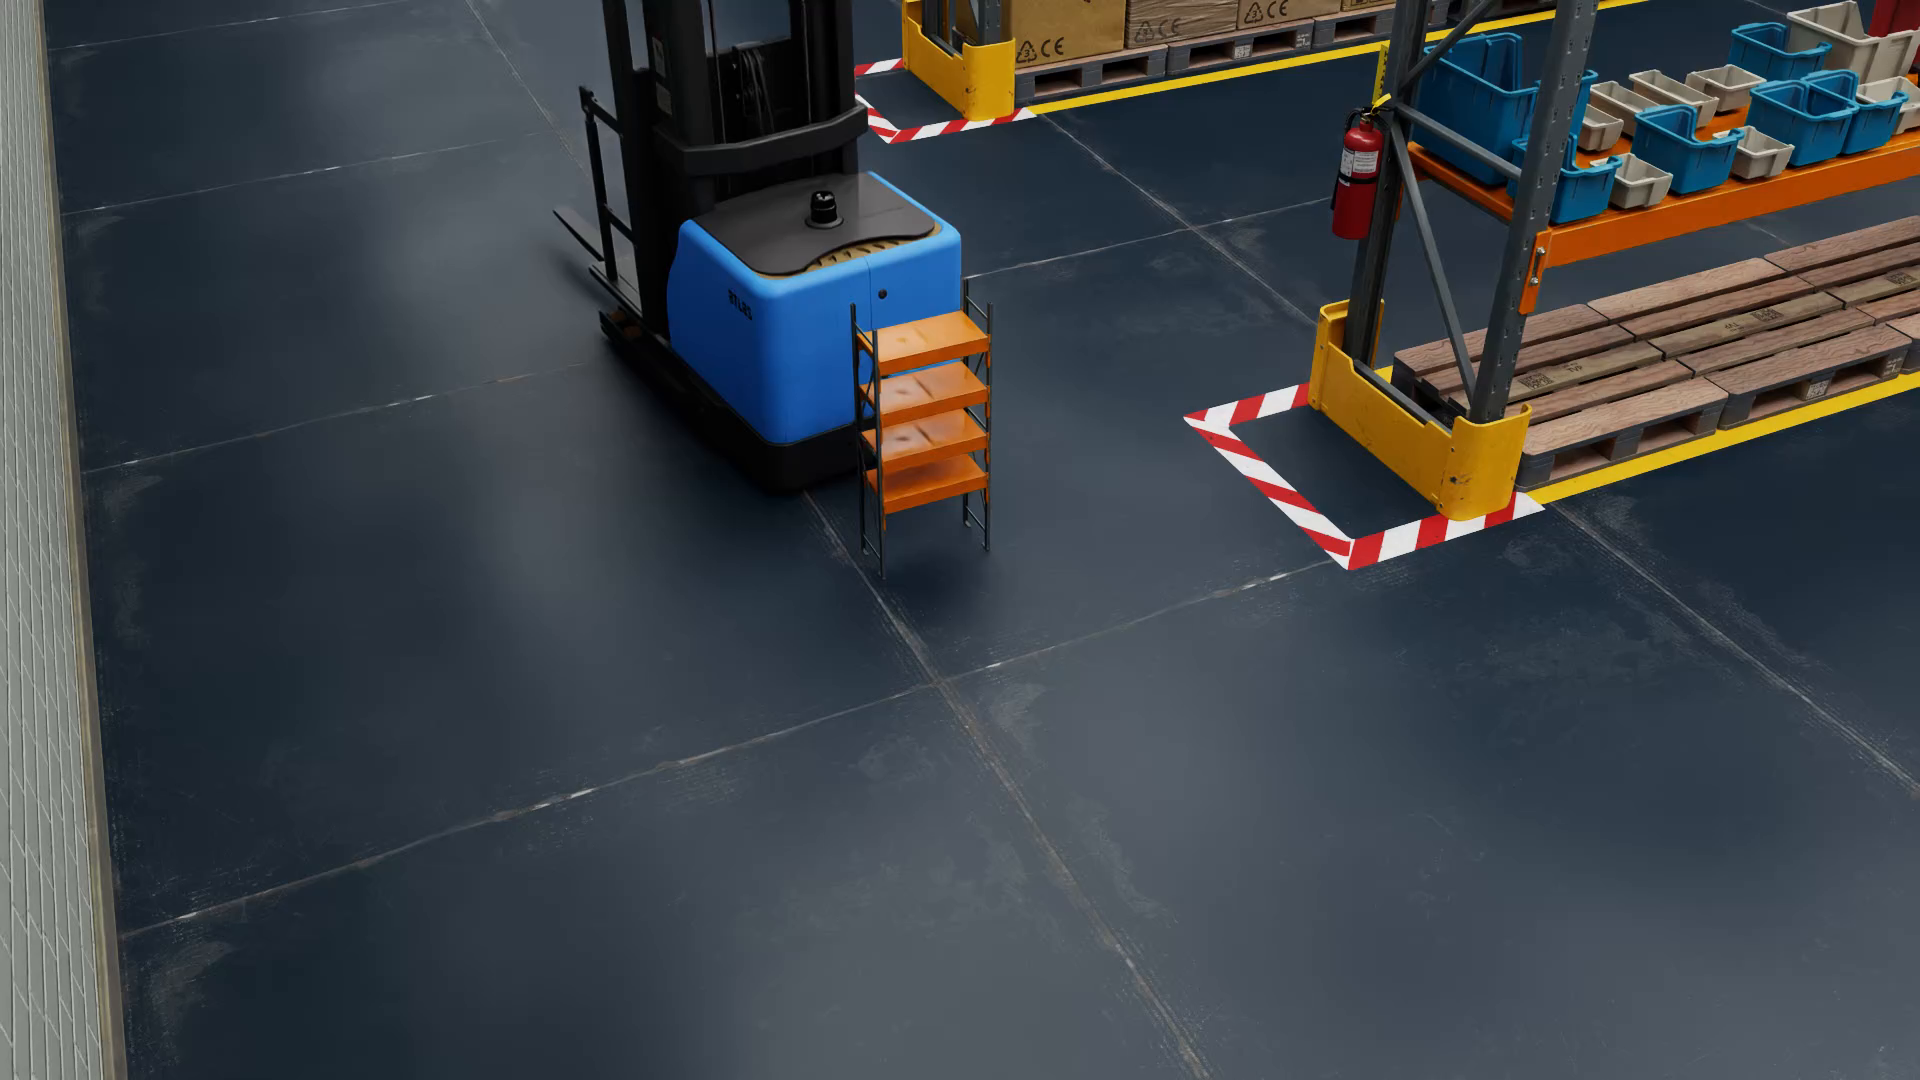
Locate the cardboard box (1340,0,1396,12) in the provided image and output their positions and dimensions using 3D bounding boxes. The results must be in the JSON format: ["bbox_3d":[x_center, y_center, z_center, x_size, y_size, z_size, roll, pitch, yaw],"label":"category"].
[{"bbox_3d":[2.989,-4.520,12.257,0.875,0.875,0.875,-16,39,-20],"label":"cardboard box"}]

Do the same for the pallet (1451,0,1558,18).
[{"bbox_3d":[4.287,-4.445,13.065,1.213,0.211,1.003,-16,39,-20],"label":"pallet"}]

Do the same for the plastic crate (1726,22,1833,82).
[{"bbox_3d":[3.854,-2.260,7.869,0.300,0.233,0.416,-16,39,-20],"label":"plastic crate"}]

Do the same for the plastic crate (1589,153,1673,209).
[{"bbox_3d":[2.793,-1.485,6.905,0.298,0.136,0.250,-16,39,-20],"label":"plastic crate"}]

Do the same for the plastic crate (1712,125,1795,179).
[{"bbox_3d":[3.407,-1.657,7.136,0.298,0.136,0.250,-16,39,-20],"label":"plastic crate"}]

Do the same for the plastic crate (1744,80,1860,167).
[{"bbox_3d":[3.659,-1.820,7.276,0.300,0.233,0.416,-16,39,-20],"label":"plastic crate"}]

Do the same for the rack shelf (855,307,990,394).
[{"bbox_3d":[-0.150,-0.756,6.602,0.480,0.148,0.258,-16,39,-20],"label":"rack shelf"}]

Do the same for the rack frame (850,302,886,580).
[{"bbox_3d":[-0.371,-0.378,6.753,0.015,1.200,0.240,-16,39,-20],"label":"rack frame"}]

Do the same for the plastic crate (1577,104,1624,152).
[{"bbox_3d":[2.765,-1.867,7.421,0.243,0.136,0.396,-16,39,-20],"label":"plastic crate"}]

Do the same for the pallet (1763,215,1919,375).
[{"bbox_3d":[5.076,-1.331,8.867,1.213,0.211,1.003,-16,39,-20],"label":"pallet"}]

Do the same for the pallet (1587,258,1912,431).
[{"bbox_3d":[3.970,-1.019,8.447,1.213,0.211,1.003,-16,39,-20],"label":"pallet"}]

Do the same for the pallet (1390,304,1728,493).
[{"bbox_3d":[2.867,-0.713,8.034,1.213,0.211,1.003,-16,39,-20],"label":"pallet"}]

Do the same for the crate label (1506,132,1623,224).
[{"bbox_3d":[2.467,-1.487,6.827,0.303,0.233,0.416,-16,39,-20],"label":"crate label"}]

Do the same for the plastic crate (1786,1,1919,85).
[{"bbox_3d":[4.264,-2.347,7.945,0.530,0.282,0.437,-16,39,-20],"label":"plastic crate"}]

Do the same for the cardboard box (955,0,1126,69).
[{"bbox_3d":[0.545,-3.837,11.336,0.875,0.875,0.875,-16,39,-20],"label":"cardboard box"}]

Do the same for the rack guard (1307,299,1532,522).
[{"bbox_3d":[2.088,-0.628,7.677,0.348,0.500,1.175,-16,39,-20],"label":"rack guard"}]

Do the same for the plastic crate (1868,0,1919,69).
[{"bbox_3d":[4.810,-2.617,8.156,0.583,0.464,0.402,-16,39,-20],"label":"plastic crate"}]

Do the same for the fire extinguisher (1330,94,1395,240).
[{"bbox_3d":[1.774,-1.671,7.363,0.183,0.674,0.296,-16,39,-20],"label":"fire extinguisher"}]

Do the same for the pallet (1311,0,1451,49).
[{"bbox_3d":[2.899,-4.058,12.544,1.213,0.211,1.003,-16,39,-20],"label":"pallet"}]

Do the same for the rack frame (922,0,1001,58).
[{"bbox_3d":[0.000,-4.316,10.551,0.127,3.000,1.000,-16,39,-20],"label":"rack frame"}]

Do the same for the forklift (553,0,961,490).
[{"bbox_3d":[-1.203,-2.243,7.813,1.130,2.935,3.031,-21,42,-26],"label":"forklift"}]

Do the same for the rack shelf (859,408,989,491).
[{"bbox_3d":[-0.150,-0.386,6.876,0.480,0.148,0.258,-16,39,-20],"label":"rack shelf"}]

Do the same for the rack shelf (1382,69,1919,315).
[{"bbox_3d":[3.915,-1.862,7.847,4.000,0.370,1.077,-16,39,-20],"label":"rack shelf"}]

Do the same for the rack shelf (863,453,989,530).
[{"bbox_3d":[-0.150,-0.226,6.994,0.480,0.148,0.258,-16,39,-20],"label":"rack shelf"}]

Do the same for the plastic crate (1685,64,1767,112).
[{"bbox_3d":[3.536,-2.102,7.736,0.250,0.136,0.298,-16,39,-20],"label":"plastic crate"}]

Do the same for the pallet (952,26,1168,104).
[{"bbox_3d":[0.690,-3.441,11.712,1.213,0.211,1.003,-16,39,-20],"label":"pallet"}]

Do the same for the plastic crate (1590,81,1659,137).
[{"bbox_3d":[3.034,-1.933,7.509,0.243,0.136,0.396,-16,39,-20],"label":"plastic crate"}]

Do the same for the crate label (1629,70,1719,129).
[{"bbox_3d":[3.276,-2.017,7.622,0.243,0.136,0.396,-16,39,-20],"label":"crate label"}]

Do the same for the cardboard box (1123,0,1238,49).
[{"bbox_3d":[1.369,-4.067,11.646,0.875,0.875,0.875,-16,39,-20],"label":"cardboard box"}]

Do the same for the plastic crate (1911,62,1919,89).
[{"bbox_3d":[4.826,-2.143,7.802,0.590,0.125,0.437,-16,39,-20],"label":"plastic crate"}]

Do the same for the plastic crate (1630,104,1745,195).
[{"bbox_3d":[3.063,-1.654,7.052,0.300,0.233,0.416,-16,39,-20],"label":"plastic crate"}]

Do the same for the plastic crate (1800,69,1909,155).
[{"bbox_3d":[3.931,-1.896,7.379,0.300,0.233,0.416,-16,39,-20],"label":"plastic crate"}]

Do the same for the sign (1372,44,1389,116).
[{"bbox_3d":[1.856,-2.003,7.296,0.005,0.325,0.100,-16,39,-20],"label":"sign"}]

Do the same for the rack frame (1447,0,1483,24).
[{"bbox_3d":[3.621,-5.329,11.916,0.127,3.000,1.000,-16,39,-20],"label":"rack frame"}]

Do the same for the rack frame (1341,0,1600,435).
[{"bbox_3d":[2.104,-1.645,6.950,0.127,3.000,1.000,-16,39,-20],"label":"rack frame"}]

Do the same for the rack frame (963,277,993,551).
[{"bbox_3d":[0.071,-0.502,6.919,0.015,1.200,0.240,-16,39,-20],"label":"rack frame"}]

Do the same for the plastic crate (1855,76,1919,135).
[{"bbox_3d":[4.276,-1.973,7.563,0.466,0.136,0.293,-16,39,-20],"label":"plastic crate"}]

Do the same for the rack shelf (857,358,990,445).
[{"bbox_3d":[-0.150,-0.566,6.743,0.480,0.148,0.258,-16,39,-20],"label":"rack shelf"}]

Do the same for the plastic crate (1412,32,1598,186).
[{"bbox_3d":[2.328,-1.869,7.172,0.499,0.435,0.616,-16,39,-20],"label":"plastic crate"}]

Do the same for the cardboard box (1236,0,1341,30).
[{"bbox_3d":[2.174,-4.292,11.950,0.875,0.875,0.875,-16,39,-20],"label":"cardboard box"}]

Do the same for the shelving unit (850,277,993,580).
[{"bbox_3d":[-0.150,-0.440,6.836,0.503,1.200,0.258,-16,39,-20],"label":"shelving unit"}]

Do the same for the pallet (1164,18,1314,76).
[{"bbox_3d":[1.793,-3.747,12.125,1.213,0.211,1.003,-16,39,-20],"label":"pallet"}]

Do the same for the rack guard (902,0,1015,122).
[{"bbox_3d":[-0.022,-3.306,11.288,0.348,0.500,1.175,-16,39,-20],"label":"rack guard"}]
